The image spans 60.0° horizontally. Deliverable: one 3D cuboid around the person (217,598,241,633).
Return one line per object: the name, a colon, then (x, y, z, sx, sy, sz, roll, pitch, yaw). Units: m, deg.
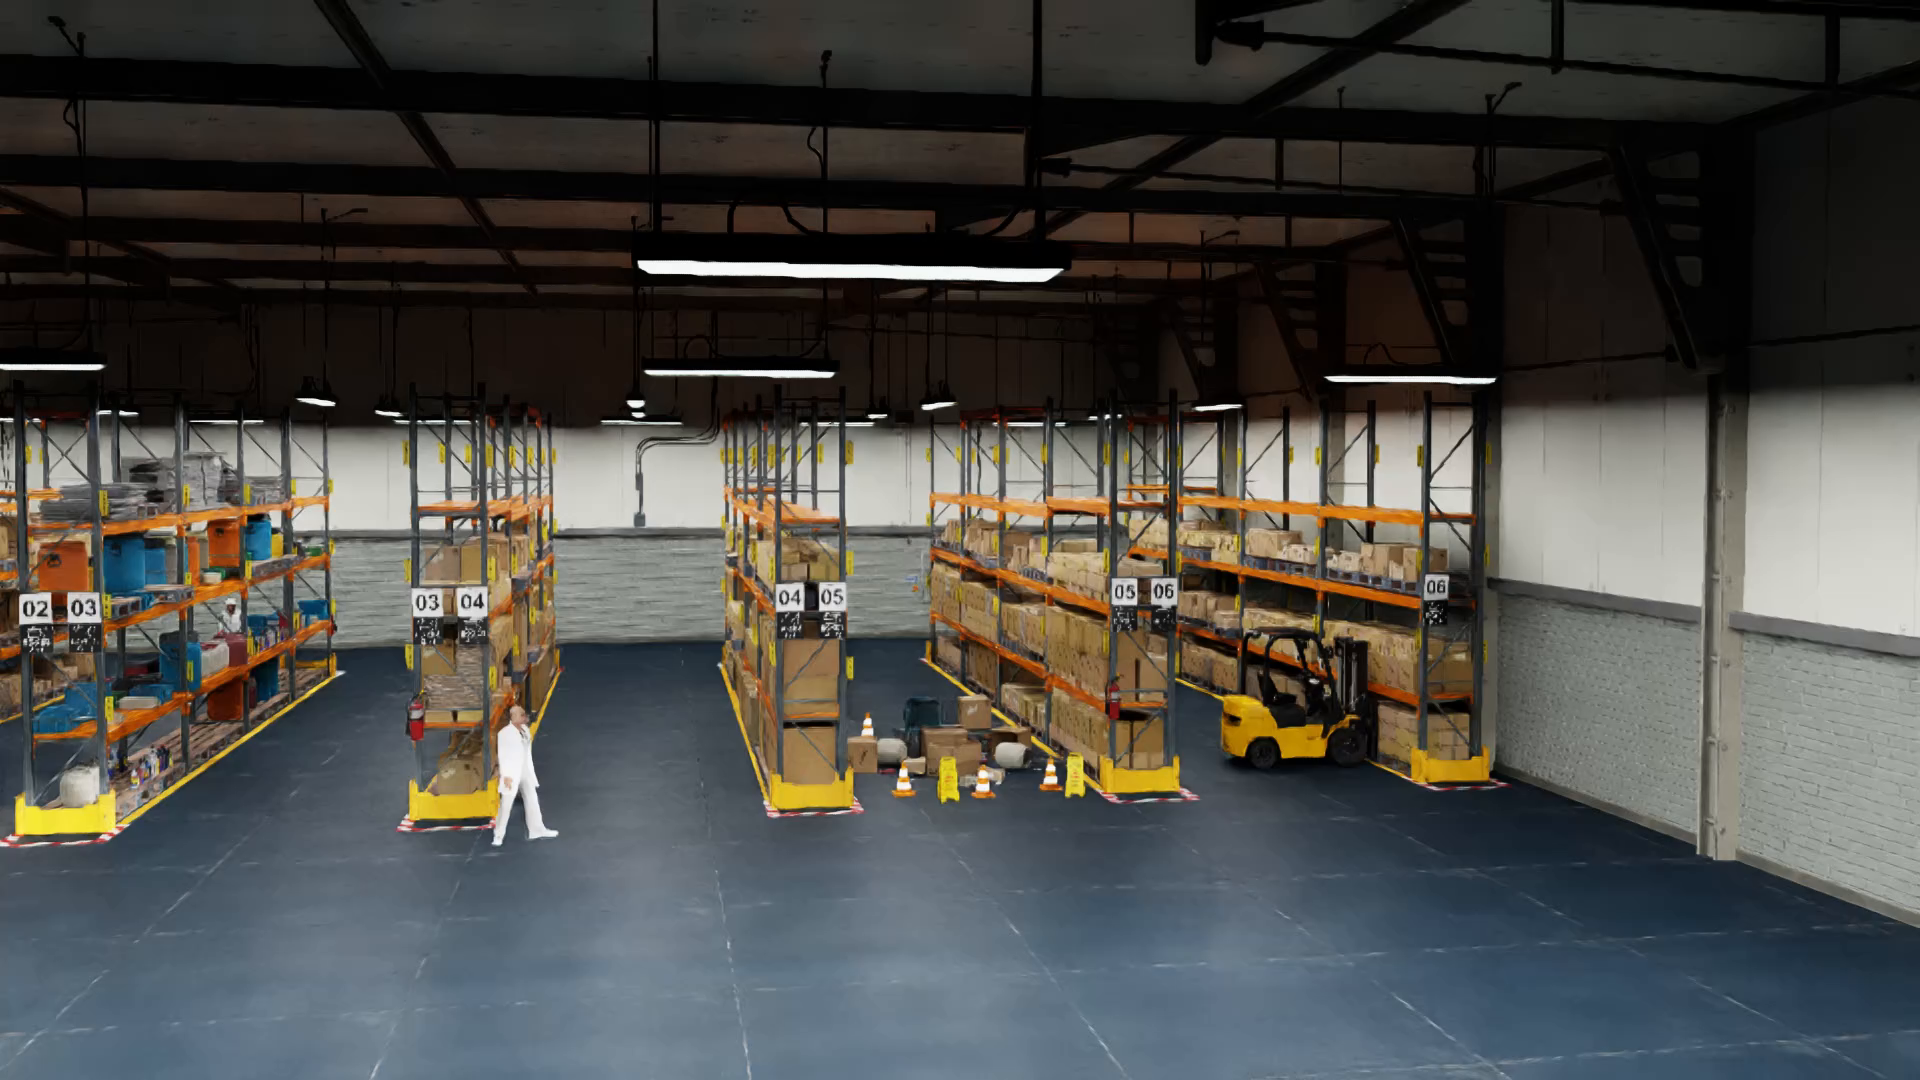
person: (-16.894, 2.191, 38.612, 0.677, 1.726, 0.574, -1, 3, -13)

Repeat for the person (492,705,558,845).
person: (-5.690, 3.010, 21.485, 0.613, 1.768, 0.768, 2, 3, 28)
